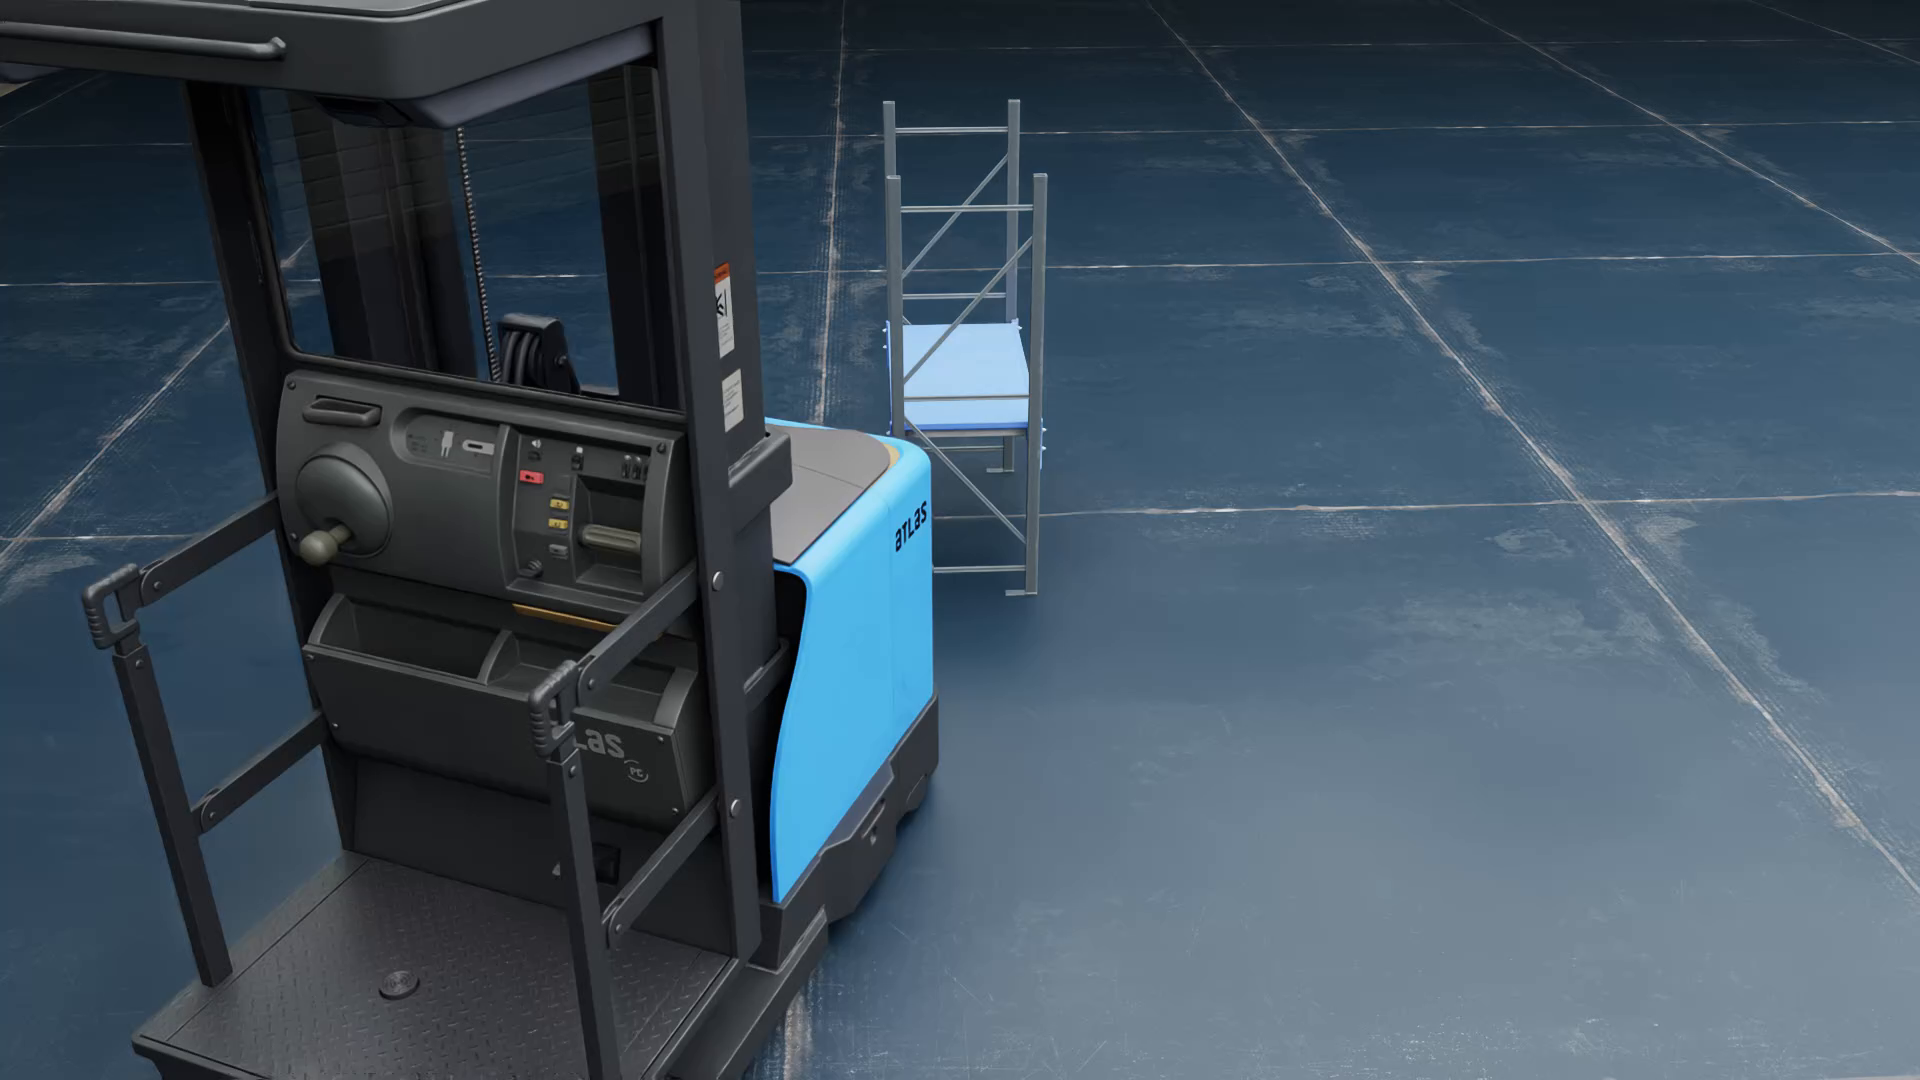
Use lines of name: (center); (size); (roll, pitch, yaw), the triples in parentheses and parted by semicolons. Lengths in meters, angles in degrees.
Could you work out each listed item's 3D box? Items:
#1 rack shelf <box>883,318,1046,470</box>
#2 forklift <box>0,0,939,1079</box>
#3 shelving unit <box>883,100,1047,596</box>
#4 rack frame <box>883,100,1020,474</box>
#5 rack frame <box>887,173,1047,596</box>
rack shelf: (-0.004, -0.545, 6.062); (0.538, 0.185, 1.000); (-1, 28, -3)
forklift: (-1.067, -0.054, 3.184); (1.130, 2.935, 3.031); (10, 29, 19)
shelving unit: (-0.004, -0.704, 5.979); (0.538, 1.500, 1.048); (-1, 28, -3)
rack frame: (-0.031, -0.939, 6.429); (0.500, 1.500, 0.032); (-1, 28, -3)
rack frame: (0.022, -0.470, 5.529); (0.500, 1.500, 0.032); (-1, 28, -3)
